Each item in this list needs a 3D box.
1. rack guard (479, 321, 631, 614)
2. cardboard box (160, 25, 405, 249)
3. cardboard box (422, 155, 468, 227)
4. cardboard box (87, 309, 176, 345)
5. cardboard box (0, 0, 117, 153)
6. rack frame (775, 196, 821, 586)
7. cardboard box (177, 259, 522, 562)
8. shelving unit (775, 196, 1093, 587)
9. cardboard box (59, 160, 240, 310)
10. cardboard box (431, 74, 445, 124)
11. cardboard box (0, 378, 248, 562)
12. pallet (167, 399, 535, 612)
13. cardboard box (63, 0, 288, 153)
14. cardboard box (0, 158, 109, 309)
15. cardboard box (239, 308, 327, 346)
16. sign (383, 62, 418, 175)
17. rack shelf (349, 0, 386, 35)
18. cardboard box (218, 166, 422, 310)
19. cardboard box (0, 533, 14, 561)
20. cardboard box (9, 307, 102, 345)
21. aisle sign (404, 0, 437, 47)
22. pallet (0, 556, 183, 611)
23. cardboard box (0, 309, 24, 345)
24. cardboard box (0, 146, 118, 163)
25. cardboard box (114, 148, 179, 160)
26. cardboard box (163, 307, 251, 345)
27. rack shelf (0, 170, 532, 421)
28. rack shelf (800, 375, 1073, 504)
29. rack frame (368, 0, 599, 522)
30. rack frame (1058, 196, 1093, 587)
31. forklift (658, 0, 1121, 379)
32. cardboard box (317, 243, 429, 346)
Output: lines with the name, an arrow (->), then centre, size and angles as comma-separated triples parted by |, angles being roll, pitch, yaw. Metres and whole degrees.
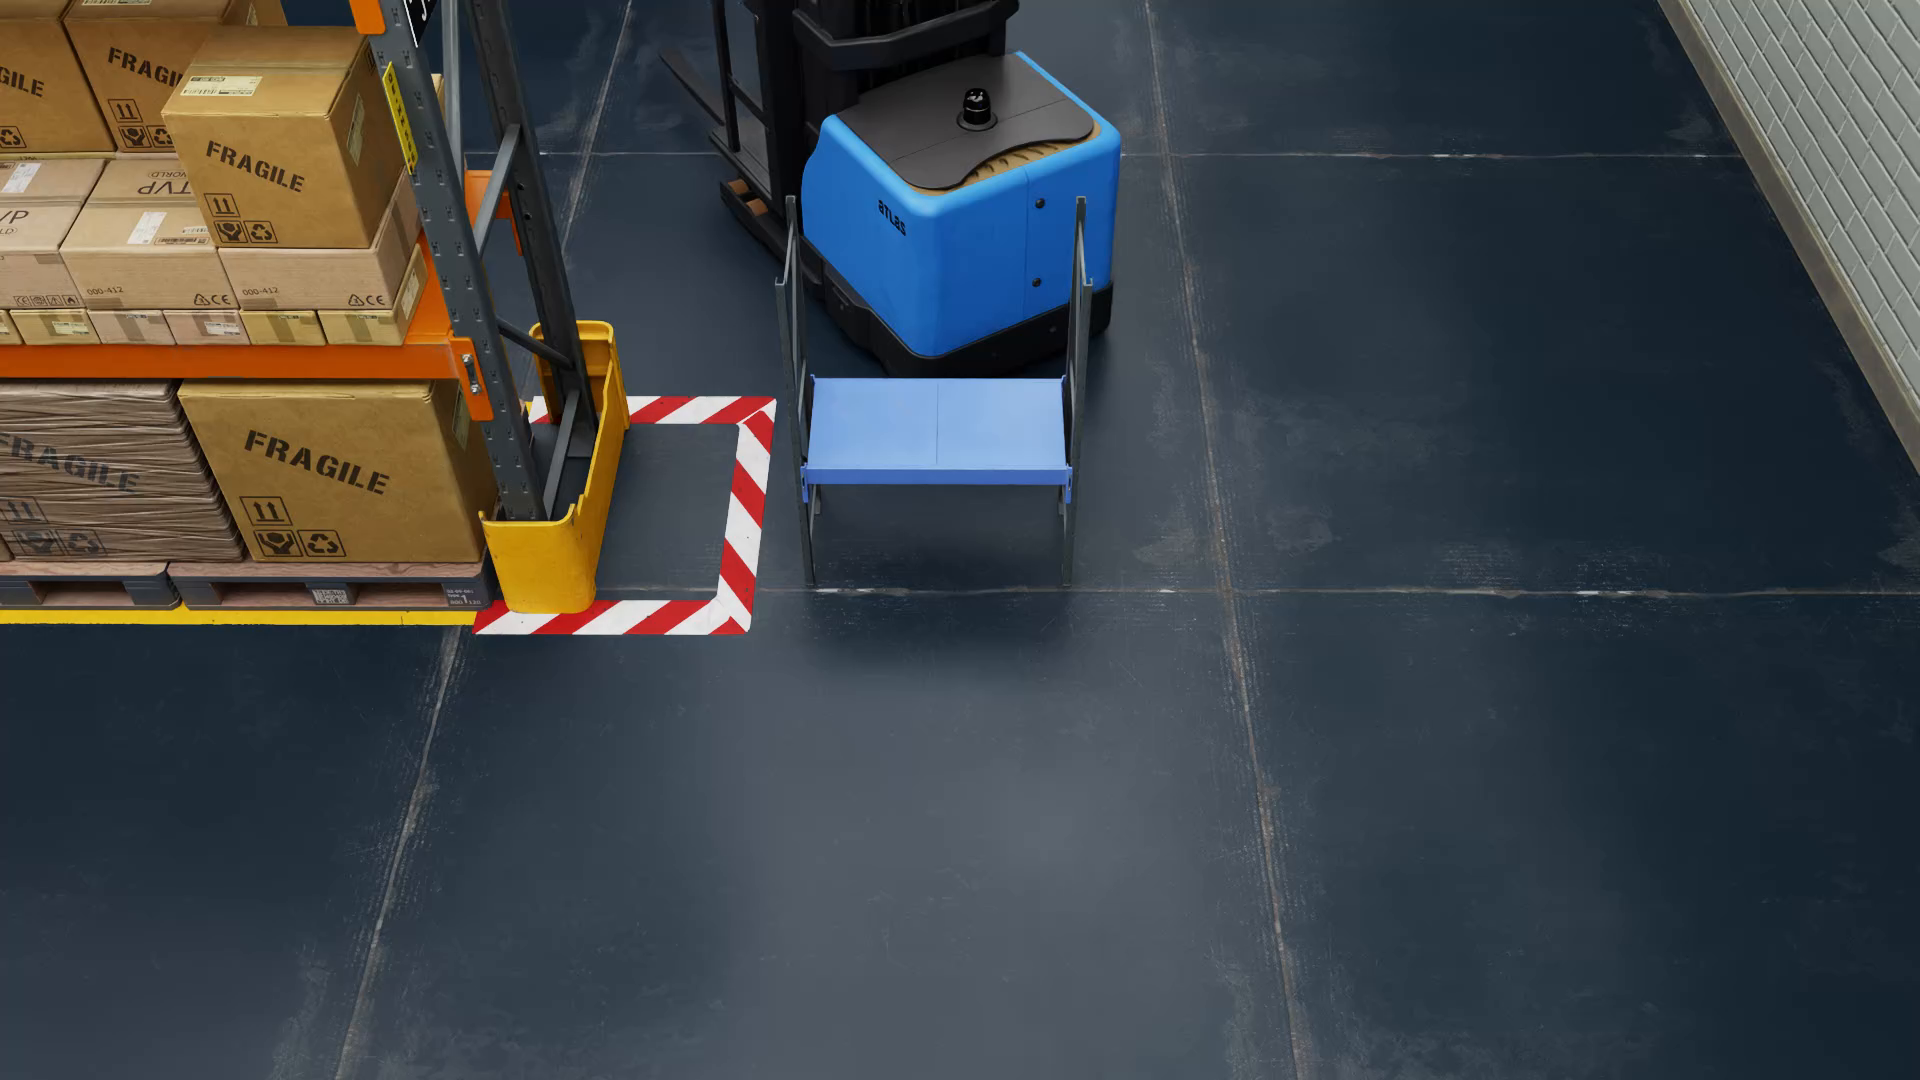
rack guard -> -1.608, -0.312, 6.699 | 0.348, 0.500, 1.175 | 0, 47, 0
cardboard box -> -2.120, -1.279, 5.278 | 0.500, 0.500, 0.500 | 1, 47, 1
cardboard box -> -1.986, -1.321, 6.102 | 0.250, 0.149, 0.380 | 1, 47, 1
cardboard box -> -2.751, -0.841, 5.655 | 0.250, 0.149, 0.380 | 1, 47, 1
cardboard box -> -3.129, -1.667, 5.639 | 0.500, 0.500, 0.500 | -1, 47, -1
rack frame -> -0.594, -0.513, 6.203 | 0.032, 1.500, 0.500 | 0, 47, 0
cardboard box -> -2.272, -0.526, 6.355 | 0.875, 0.875, 0.875 | 0, 47, 0
shelving unit -> -0.085, -0.511, 6.201 | 1.048, 1.500, 0.538 | 0, 47, 0
cardboard box -> -2.625, -1.023, 5.552 | 0.500, 0.250, 0.500 | -1, 47, -1
cardboard box -> -2.111, -1.413, 5.915 | 0.500, 0.250, 0.500 | -1, 47, -1
cardboard box -> -3.182, -0.529, 6.358 | 0.875, 0.875, 0.875 | 0, 47, 0
pallet -> -2.432, -0.159, 6.754 | 1.213, 0.211, 1.003 | 0, 47, 0
cardboard box -> -2.611, -1.670, 5.642 | 0.500, 0.500, 0.500 | -1, 47, -1
cardboard box -> -3.134, -1.024, 5.553 | 0.500, 0.250, 0.500 | -1, 47, -1
cardboard box -> -2.249, -0.838, 5.652 | 0.250, 0.149, 0.380 | 1, 47, 1
sign -> -1.648, -1.242, 4.904 | 0.005, 0.325, 0.100 | 0, 47, 0
rack shelf -> -3.632, -1.946, 4.955 | 4.000, 0.370, 1.077 | 0, 47, 0
cardboard box -> -2.118, -1.021, 5.551 | 0.500, 0.250, 0.500 | -1, 47, 0
cardboard box -> -4.072, -0.531, 6.360 | 0.875, 0.875, 0.875 | 0, 47, 0
cardboard box -> -3.011, -0.840, 5.654 | 0.250, 0.149, 0.380 | -1, 47, -1
aisle sign -> -1.561, -1.830, 4.628 | 0.004, 0.787, 0.394 | 0, 47, 0
pallet -> -3.649, -0.164, 6.759 | 1.213, 0.211, 1.003 | 0, 47, 0
cardboard box -> -3.270, -0.840, 5.655 | 0.250, 0.149, 0.380 | 0, 47, 0
cardboard box -> -3.133, -1.414, 5.916 | 0.500, 0.250, 0.500 | -1, 47, -1
cardboard box -> -2.631, -1.410, 5.912 | 0.500, 0.250, 0.500 | 0, 47, 0
cardboard box -> -2.502, -0.839, 5.654 | 0.250, 0.149, 0.380 | 0, 47, 0
rack shelf -> -3.632, -0.924, 6.053 | 4.000, 0.370, 1.077 | 0, 47, 0
rack shelf -> -0.085, -0.389, 6.333 | 1.000, 0.185, 0.538 | 0, 47, 0
rack frame -> -1.632, -1.164, 5.784 | 0.127, 3.000, 1.000 | 0, 47, 0
rack frame -> 0.423, -0.510, 6.200 | 0.032, 1.500, 0.500 | 0, 47, 0
forklift -> -0.526, -2.665, 7.229 | 1.130, 2.935, 3.031 | -25, 52, -21
cardboard box -> -1.989, -0.838, 5.653 | 0.250, 0.149, 0.380 | 1, 47, 1
